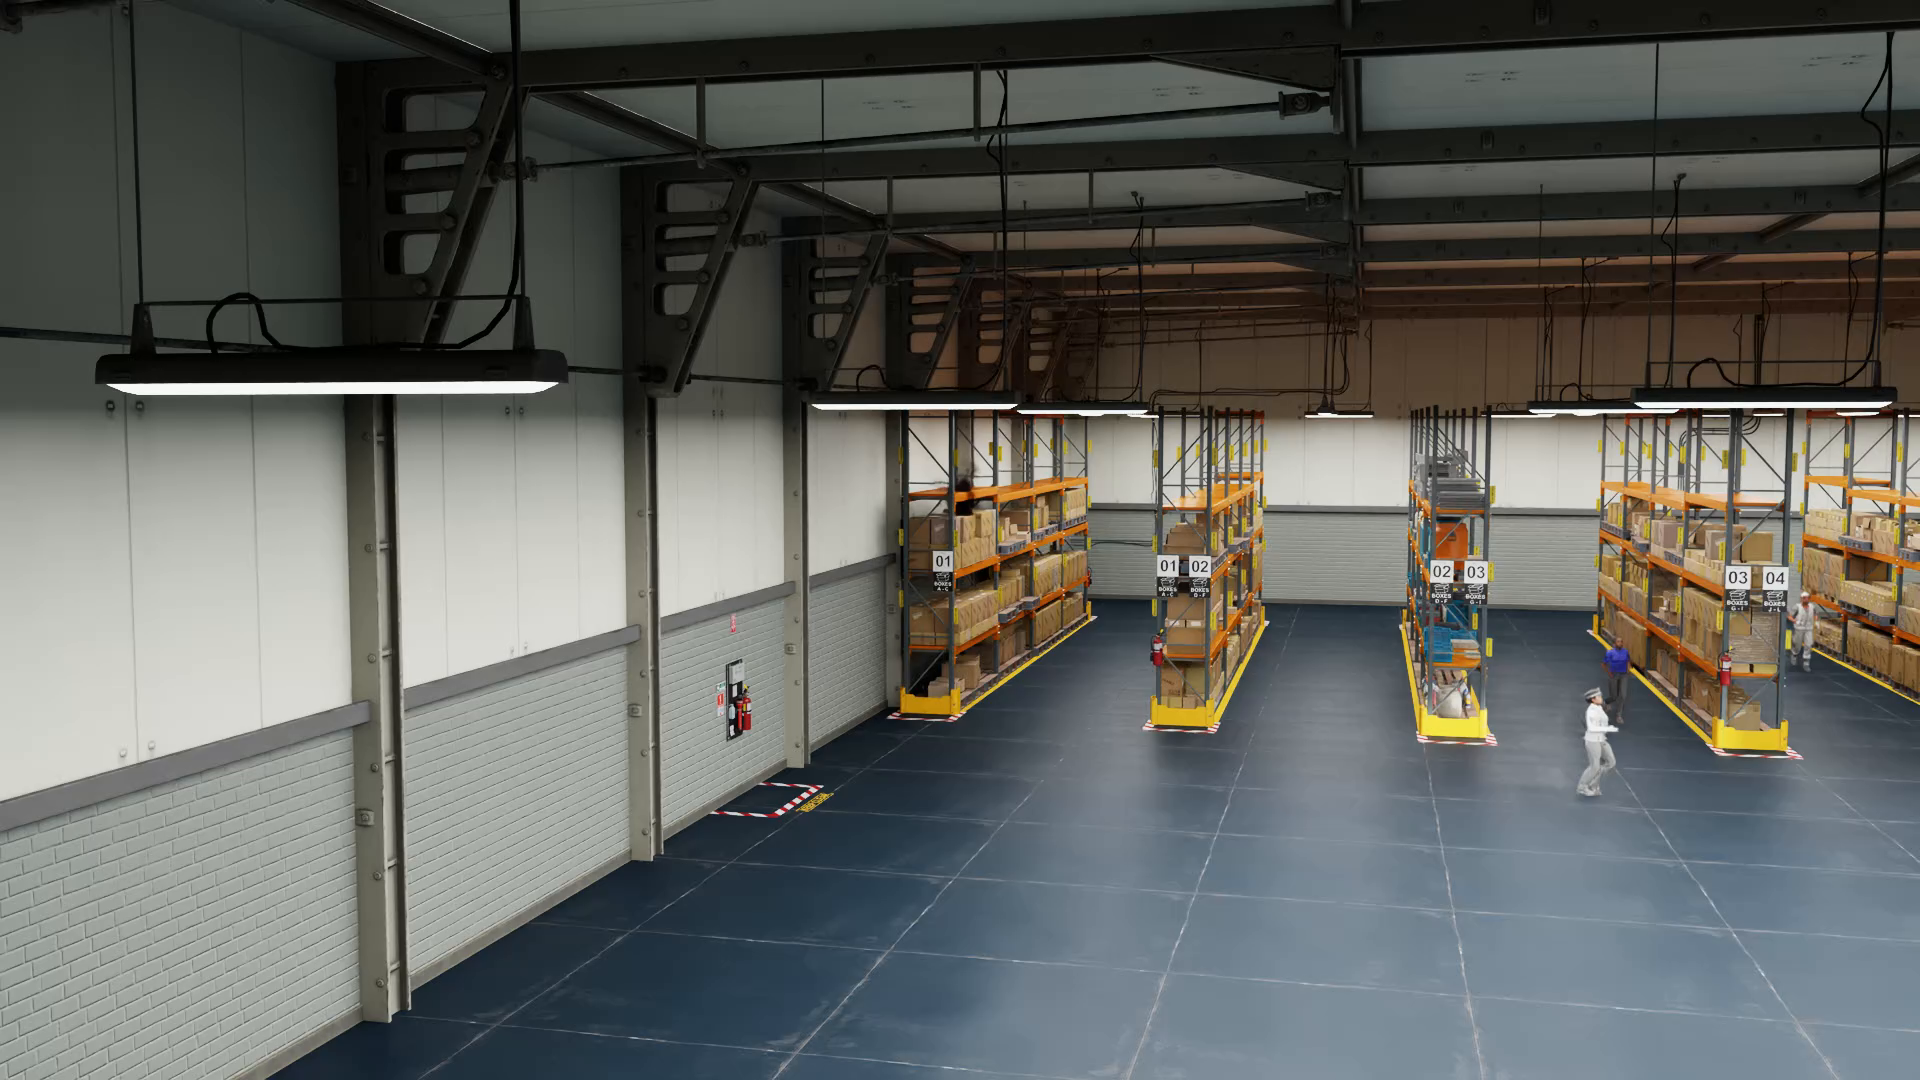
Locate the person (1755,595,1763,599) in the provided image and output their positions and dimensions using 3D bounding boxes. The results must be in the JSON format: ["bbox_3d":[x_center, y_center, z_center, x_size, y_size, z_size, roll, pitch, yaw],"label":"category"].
[{"bbox_3d":[20.729,1.768,43.792,0.732,1.615,0.785,4,6,43],"label":"person"}]

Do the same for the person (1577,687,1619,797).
[{"bbox_3d":[9.707,3.072,25.245,0.614,1.690,0.596,3,5,38],"label":"person"}]

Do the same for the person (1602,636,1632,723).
[{"bbox_3d":[12.567,2.646,31.795,0.577,1.636,0.711,0,4,2],"label":"person"}]

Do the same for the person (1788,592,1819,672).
[{"bbox_3d":[19.378,2.087,38.202,0.685,1.801,0.872,1,4,10],"label":"person"}]
